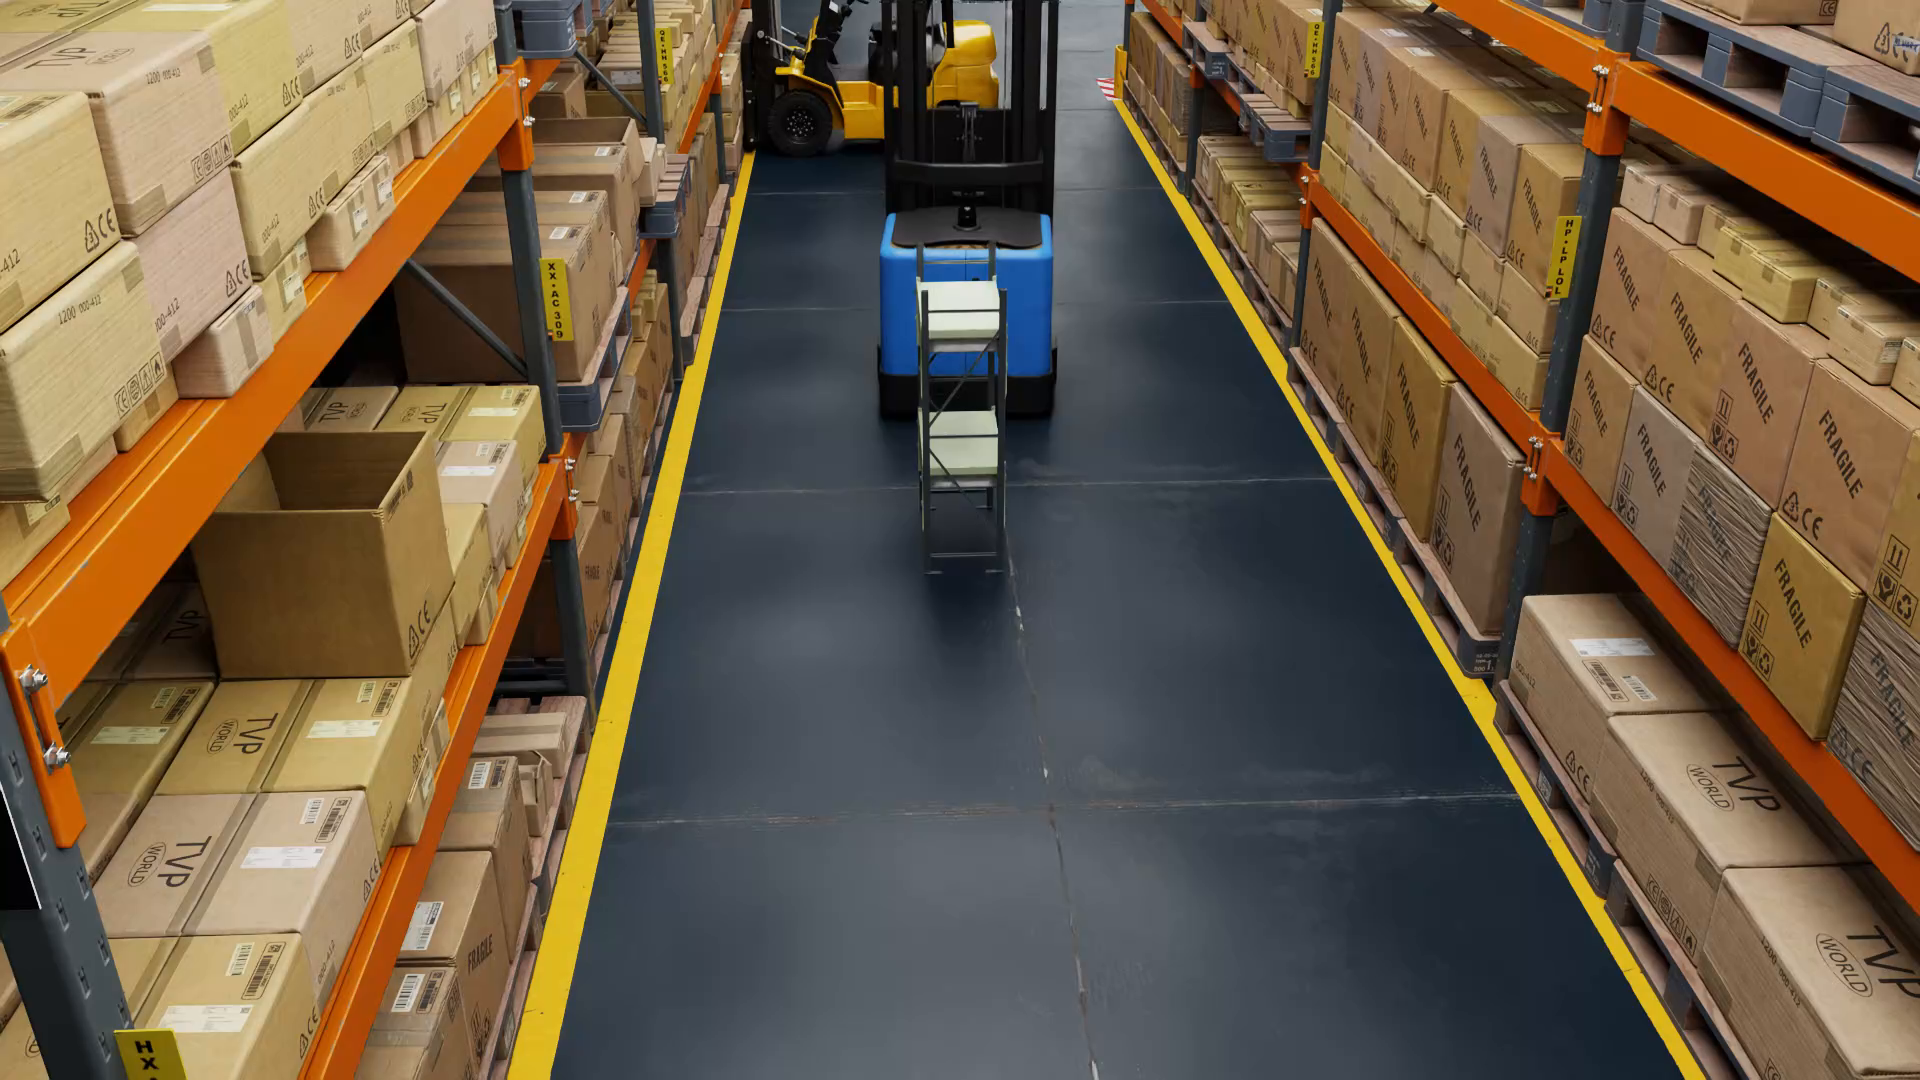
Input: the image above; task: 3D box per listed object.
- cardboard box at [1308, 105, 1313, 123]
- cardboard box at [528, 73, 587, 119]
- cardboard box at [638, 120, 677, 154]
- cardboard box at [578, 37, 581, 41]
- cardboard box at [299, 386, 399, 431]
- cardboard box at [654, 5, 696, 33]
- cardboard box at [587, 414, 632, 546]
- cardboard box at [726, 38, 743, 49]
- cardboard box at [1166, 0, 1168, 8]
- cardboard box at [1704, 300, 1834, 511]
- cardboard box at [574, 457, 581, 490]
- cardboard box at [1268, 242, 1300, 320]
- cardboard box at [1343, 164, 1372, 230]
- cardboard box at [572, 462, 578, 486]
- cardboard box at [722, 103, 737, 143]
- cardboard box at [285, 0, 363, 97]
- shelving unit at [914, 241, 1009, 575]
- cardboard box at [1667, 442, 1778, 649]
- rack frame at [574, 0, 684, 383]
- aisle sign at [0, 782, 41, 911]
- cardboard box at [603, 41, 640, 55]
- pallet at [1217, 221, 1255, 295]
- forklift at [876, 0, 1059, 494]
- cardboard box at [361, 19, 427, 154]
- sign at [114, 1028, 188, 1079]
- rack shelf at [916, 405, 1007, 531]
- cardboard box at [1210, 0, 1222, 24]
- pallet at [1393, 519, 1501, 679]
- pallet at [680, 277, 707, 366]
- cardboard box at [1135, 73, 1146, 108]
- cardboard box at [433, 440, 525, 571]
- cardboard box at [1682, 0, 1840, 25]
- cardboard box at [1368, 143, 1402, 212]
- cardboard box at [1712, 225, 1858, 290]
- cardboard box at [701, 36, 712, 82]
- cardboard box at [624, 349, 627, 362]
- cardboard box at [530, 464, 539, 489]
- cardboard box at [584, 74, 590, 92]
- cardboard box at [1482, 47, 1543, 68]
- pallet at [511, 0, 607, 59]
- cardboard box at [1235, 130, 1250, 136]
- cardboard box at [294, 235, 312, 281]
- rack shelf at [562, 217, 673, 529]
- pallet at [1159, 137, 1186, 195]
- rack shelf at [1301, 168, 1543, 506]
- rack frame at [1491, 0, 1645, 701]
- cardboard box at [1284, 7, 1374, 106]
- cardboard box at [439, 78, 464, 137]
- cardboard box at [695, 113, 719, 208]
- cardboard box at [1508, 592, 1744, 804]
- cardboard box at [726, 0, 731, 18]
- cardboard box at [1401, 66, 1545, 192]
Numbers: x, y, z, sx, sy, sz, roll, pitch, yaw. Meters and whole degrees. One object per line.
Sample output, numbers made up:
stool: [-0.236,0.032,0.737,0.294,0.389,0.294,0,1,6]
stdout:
cardboard box: [2.418,-2.701,10.502,0.380,0.149,0.250,0,28,-1]
cardboard box: [-2.416,-2.348,9.445,0.500,0.500,0.500,0,28,0]
cardboard box: [-2.066,-2.503,10.467,0.500,0.250,0.500,-1,28,-2]
cardboard box: [-2.666,-3.187,10.807,0.380,0.149,0.250,-2,28,-4]
cardboard box: [-2.322,-0.342,6.002,0.500,0.250,0.500,-2,28,-3]
cardboard box: [-2.068,-3.675,11.744,0.380,0.149,0.250,-2,28,-4]
cardboard box: [-1.938,-0.294,8.320,0.500,0.500,0.500,-2,28,-4]
cardboard box: [-2.281,-4.556,15.679,0.500,0.250,0.500,-2,28,-4]
cardboard box: [2.100,-4.945,15.259,0.380,0.149,0.250,-2,28,-4]
cardboard box: [2.698,-0.425,5.131,0.500,0.500,0.500,-1,28,-2]
cardboard box: [-1.947,-0.293,7.616,0.380,0.149,0.250,-3,28,-5]
cardboard box: [2.651,-1.762,11.273,0.950,0.372,0.625,-3,28,-6]
cardboard box: [2.489,-1.945,9.398,0.500,0.250,0.500,-2,28,-4]
cardboard box: [-1.892,-0.300,7.307,0.380,0.149,0.250,-3,28,-5]
cardboard box: [-2.212,-3.625,14.436,0.500,0.250,0.500,-2,28,-3]
cardboard box: [-1.726,-1.194,3.852,0.500,0.250,0.500,-1,28,-1]
shelving unit: [0.000,-0.668,8.409,0.431,1.500,0.755,-1,28,-3]
cardboard box: [2.684,0.008,5.383,0.500,0.500,0.500,-1,28,-2]
rack frame: [-2.287,-2.359,10.029,1.000,3.000,0.127,-1,28,-3]
aisle sign: [-1.572,0.208,2.297,0.394,0.787,0.004,-1,28,-3]
cardboard box: [-2.063,-3.086,10.614,0.380,0.149,0.250,-1,28,-1]
pallet: [2.570,-2.167,12.676,1.003,0.211,1.213,-1,28,-3]
forklift: [8.966,-1.604,8.435,19.036,3.140,7.693,1,28,1]
cardboard box: [-1.750,-1.213,4.430,0.500,0.250,0.500,-1,28,-2]
sign: [-1.327,0.939,2.770,0.100,0.325,0.005,-1,28,-3]
rack shelf: [0.000,-0.379,8.560,0.431,0.370,0.720,-1,28,-3]
cardboard box: [2.226,-4.235,12.742,0.500,0.500,0.500,-1,28,-2]
pallet: [2.763,0.249,8.044,1.003,0.211,1.213,-1,28,-3]
pallet: [-2.291,-1.503,11.404,1.003,0.211,1.213,-1,28,-3]
cardboard box: [2.037,-4.527,16.705,0.500,0.250,0.500,0,28,-1]
cardboard box: [-1.767,-0.116,5.570,0.500,0.250,0.500,-1,28,-2]
cardboard box: [2.700,-1.961,5.352,0.500,0.500,0.500,-1,28,-2]
cardboard box: [2.490,-1.926,8.821,0.500,0.250,0.500,-1,28,-3]
cardboard box: [2.673,-0.905,5.350,0.380,0.149,0.250,-2,28,-3]
cardboard box: [-2.176,-3.681,12.726,0.500,0.250,0.500,-2,28,-3]
cardboard box: [-2.011,-1.016,9.002,0.380,0.149,0.250,-2,28,-3]
cardboard box: [-1.809,-0.259,6.274,0.380,0.149,0.250,-1,28,-2]
cardboard box: [-2.588,-2.714,10.332,0.500,0.250,0.500,-1,28,-2]
cardboard box: [3.013,-2.269,8.668,0.500,0.500,0.500,-1,28,-3]
pallet: [-2.042,-2.061,6.417,1.213,0.211,1.003,-1,28,-3]
cardboard box: [2.700,-3.573,14.877,0.500,0.250,0.500,-3,28,-5]
cardboard box: [-1.695,-0.626,3.734,0.380,0.149,0.250,-2,28,-3]
rack shelf: [-2.182,-1.116,8.424,1.077,0.370,4.000,-1,28,-3]
pallet: [2.391,-3.400,15.041,1.003,0.211,1.213,-1,28,-3]
rack shelf: [2.775,-1.238,8.657,1.077,0.370,4.000,-1,28,-3]
rack frame: [2.879,-0.633,6.720,1.000,3.000,0.127,-1,28,-3]
cardboard box: [2.369,-3.046,10.462,0.500,0.500,0.500,-2,28,-4]
cardboard box: [-1.749,-1.334,5.091,0.380,0.149,0.250,0,28,-1]
cardboard box: [-2.457,-3.098,13.561,0.875,0.625,0.625,0,28,0]
cardboard box: [2.805,0.609,6.654,0.875,0.438,0.875,-2,28,-3]
cardboard box: [-2.329,-4.935,14.861,0.500,0.500,0.500,-2,28,-3]
cardboard box: [2.522,-2.033,8.215,0.500,0.500,0.500,-1,28,-2]
